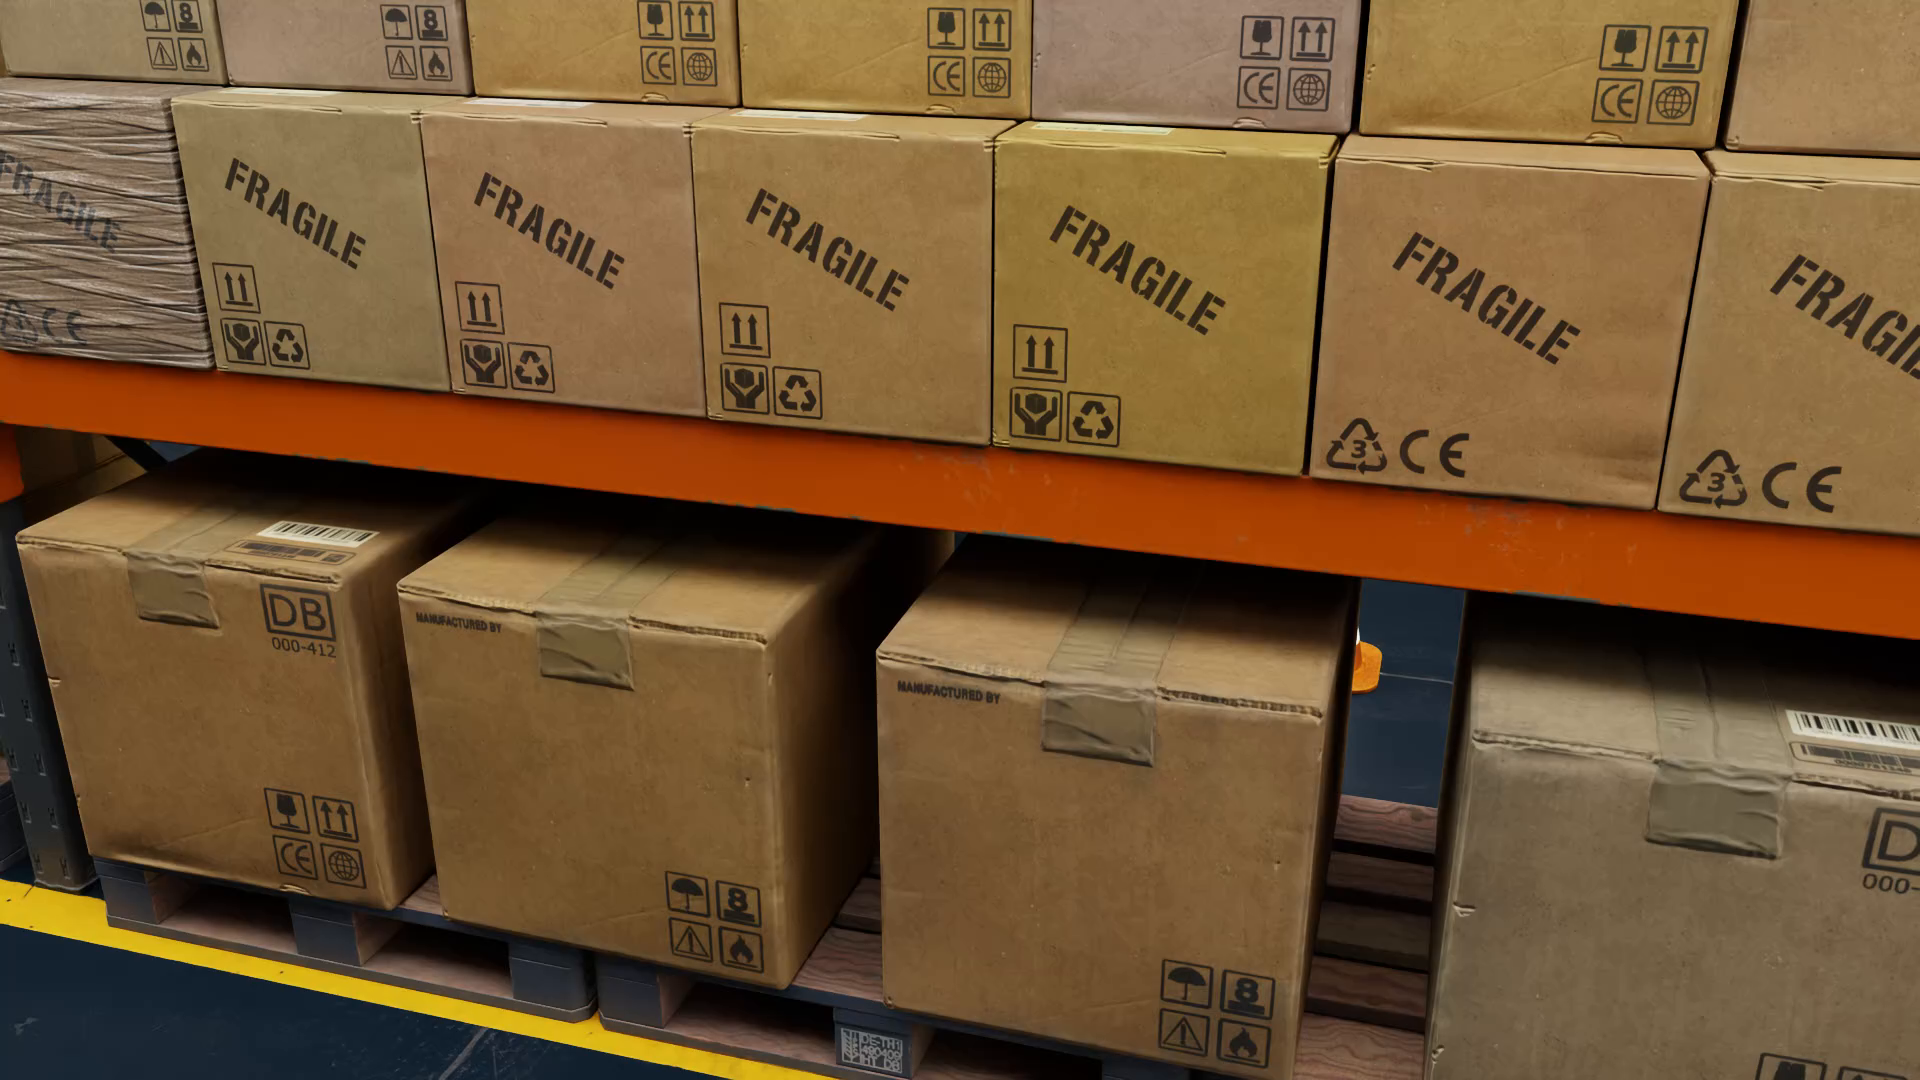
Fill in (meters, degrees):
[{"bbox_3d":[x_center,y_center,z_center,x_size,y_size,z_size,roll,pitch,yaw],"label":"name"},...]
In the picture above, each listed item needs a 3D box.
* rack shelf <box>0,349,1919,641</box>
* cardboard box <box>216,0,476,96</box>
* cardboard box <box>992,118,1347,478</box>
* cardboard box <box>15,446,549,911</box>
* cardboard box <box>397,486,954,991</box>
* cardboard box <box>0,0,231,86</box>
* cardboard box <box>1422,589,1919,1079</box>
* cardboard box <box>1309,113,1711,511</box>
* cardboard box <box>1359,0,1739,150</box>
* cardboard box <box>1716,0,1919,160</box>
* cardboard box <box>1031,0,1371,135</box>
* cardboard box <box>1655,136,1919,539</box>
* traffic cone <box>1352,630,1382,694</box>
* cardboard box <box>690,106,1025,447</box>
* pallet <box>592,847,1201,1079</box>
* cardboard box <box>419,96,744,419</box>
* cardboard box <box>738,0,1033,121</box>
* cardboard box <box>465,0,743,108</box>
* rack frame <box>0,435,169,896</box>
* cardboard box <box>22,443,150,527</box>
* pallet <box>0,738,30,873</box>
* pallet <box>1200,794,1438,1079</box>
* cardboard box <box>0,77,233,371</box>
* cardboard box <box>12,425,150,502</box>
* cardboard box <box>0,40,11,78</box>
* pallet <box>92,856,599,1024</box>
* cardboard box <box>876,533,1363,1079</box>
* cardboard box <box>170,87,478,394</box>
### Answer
[{"bbox_3d":[-0.007,-0.212,3.283,4.000,0.370,1.077,7,23,16],"label":"rack shelf"},{"bbox_3d":[-1.010,-1.165,3.210,0.500,0.500,0.700,6,23,15],"label":"cardboard box"},{"bbox_3d":[0.364,-0.443,2.766,0.500,0.500,0.500,7,23,16],"label":"cardboard box"},{"bbox_3d":[-1.364,0.182,3.786,0.750,0.750,1.050,6,23,15],"label":"cardboard box"},{"bbox_3d":[-0.526,0.276,3.555,0.750,0.750,1.050,7,23,16],"label":"cardboard box"},{"bbox_3d":[-1.494,-1.220,3.343,0.500,0.500,0.700,6,23,15],"label":"cardboard box"},{"bbox_3d":[1.288,0.485,3.045,0.750,0.750,1.050,6,23,15],"label":"cardboard box"},{"bbox_3d":[0.848,-0.388,2.631,0.500,0.500,0.500,6,23,15],"label":"cardboard box"},{"bbox_3d":[0.938,-0.943,2.666,0.500,0.500,0.700,6,23,15],"label":"cardboard box"},{"bbox_3d":[1.431,-0.887,2.531,0.500,0.500,0.700,6,23,15],"label":"cardboard box"},{"bbox_3d":[0.454,-0.998,2.802,0.500,0.500,0.700,7,23,16],"label":"cardboard box"},{"bbox_3d":[1.331,-0.332,2.496,0.500,0.500,0.500,6,23,15],"label":"cardboard box"},{"bbox_3d":[1.060,0.152,4.789,0.334,0.463,0.336,7,23,16],"label":"traffic cone"},{"bbox_3d":[-0.123,-0.498,2.899,0.500,0.500,0.500,6,23,15],"label":"cardboard box"},{"bbox_3d":[-0.024,0.774,3.605,1.213,0.211,1.003,7,23,16],"label":"pallet"},{"bbox_3d":[-0.599,-0.553,3.034,0.500,0.500,0.500,7,23,15],"label":"cardboard box"},{"bbox_3d":[-0.029,-1.054,2.938,0.500,0.500,0.700,6,23,15],"label":"cardboard box"},{"bbox_3d":[-0.518,-1.110,3.074,0.500,0.500,0.700,6,23,15],"label":"cardboard box"},{"bbox_3d":[-1.921,-0.764,3.681,0.127,3.000,1.000,7,23,16],"label":"rack frame"},{"bbox_3d":[-2.525,0.028,4.491,0.500,0.500,0.500,6,23,13],"label":"cardboard box"},{"bbox_3d":[-2.669,0.440,4.420,1.213,0.211,1.003,7,23,16],"label":"pallet"},{"bbox_3d":[1.148,0.907,3.281,1.213,0.211,1.003,7,23,16],"label":"pallet"},{"bbox_3d":[-1.570,-0.663,3.303,0.500,0.500,0.500,7,23,16],"label":"cardboard box"},{"bbox_3d":[-2.512,-0.313,4.332,0.500,0.250,0.500,5,23,13],"label":"cardboard box"},{"bbox_3d":[-2.326,-1.106,3.899,0.250,0.149,0.380,8,24,18],"label":"cardboard box"},{"bbox_3d":[-1.188,0.640,3.933,1.213,0.211,1.003,7,23,16],"label":"pallet"},{"bbox_3d":[0.365,0.378,3.307,0.750,0.750,1.050,7,23,15],"label":"cardboard box"},{"bbox_3d":[-1.082,-0.609,3.170,0.500,0.500,0.500,6,23,15],"label":"cardboard box"}]
